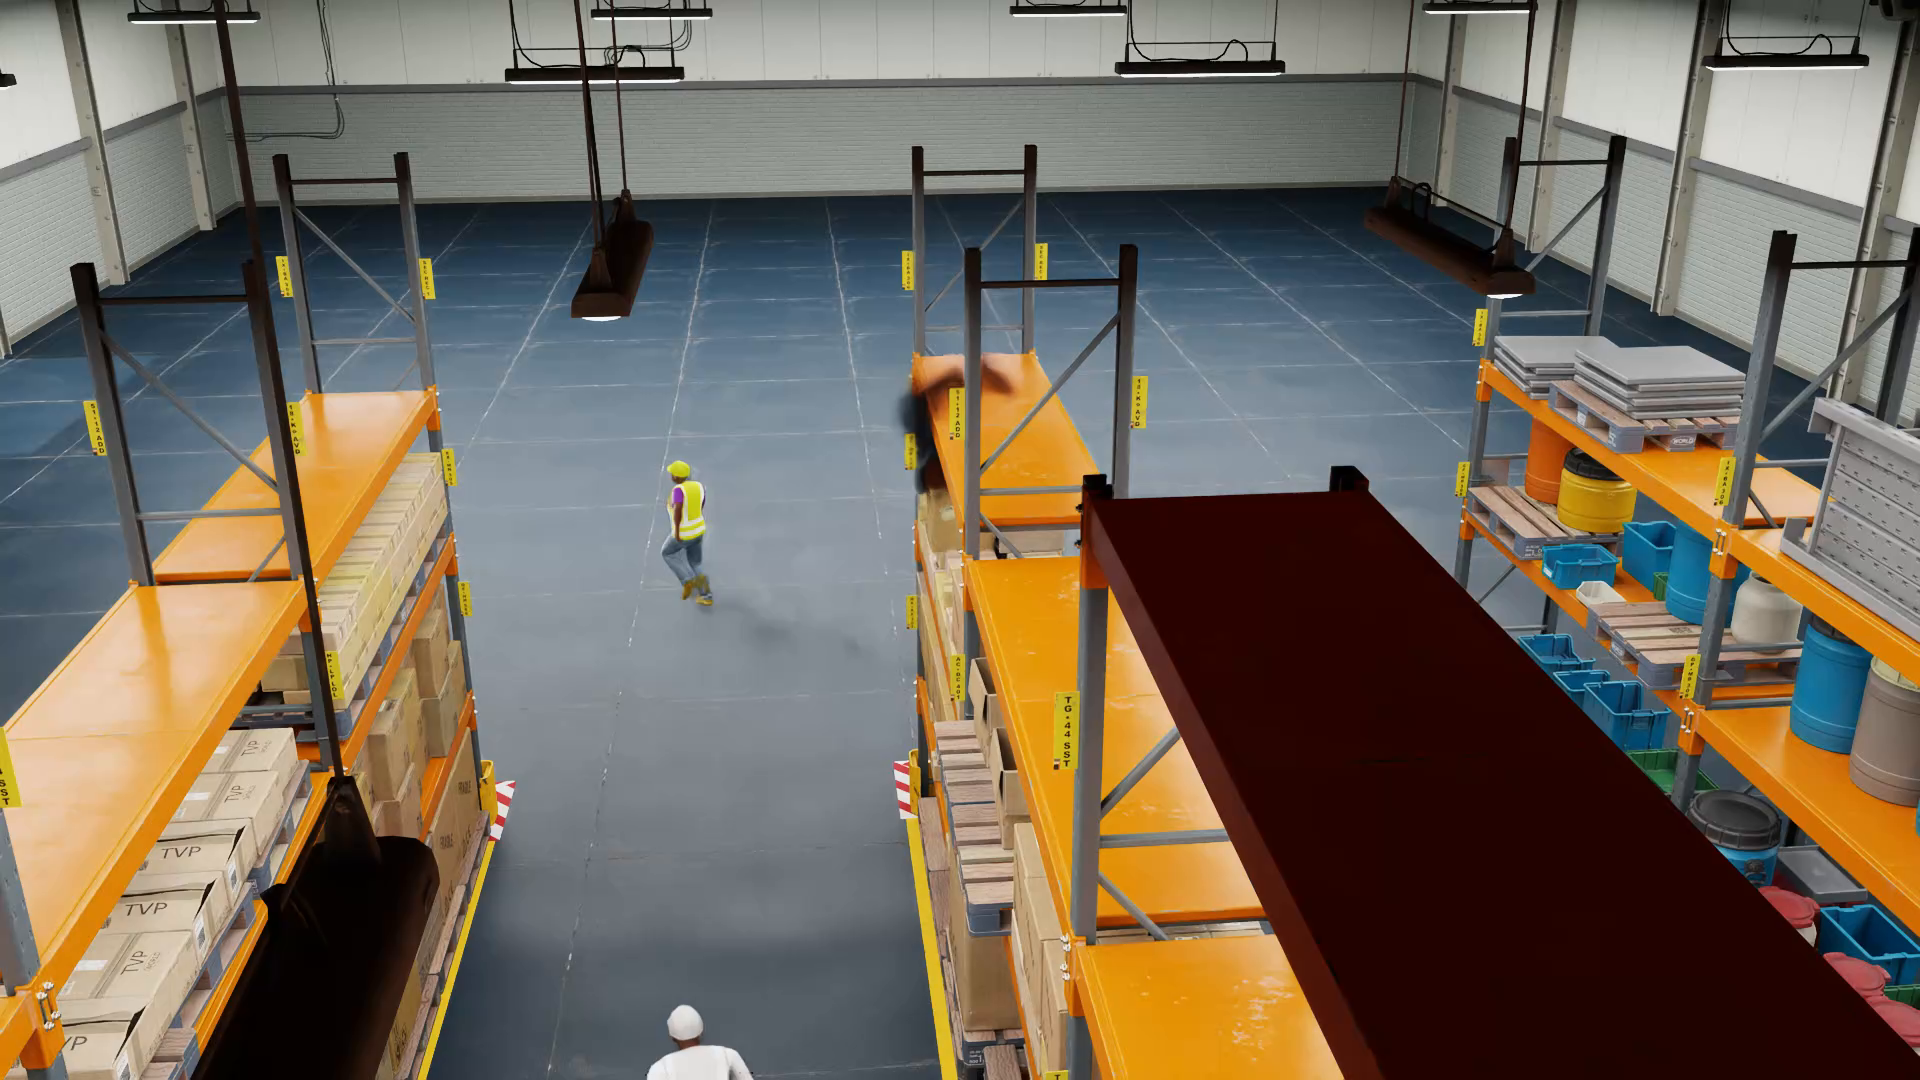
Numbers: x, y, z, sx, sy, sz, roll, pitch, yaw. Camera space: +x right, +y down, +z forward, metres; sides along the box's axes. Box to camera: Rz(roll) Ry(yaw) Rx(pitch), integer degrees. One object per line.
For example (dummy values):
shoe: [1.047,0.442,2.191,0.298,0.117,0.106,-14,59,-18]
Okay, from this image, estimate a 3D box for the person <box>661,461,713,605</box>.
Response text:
person: [-3.215,-0.082,19.451,0.784,1.717,0.737,15,26,33]

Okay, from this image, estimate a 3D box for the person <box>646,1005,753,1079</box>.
person: [-1.522,3.732,9.975,0.727,1.726,1.034,-10,24,-25]
